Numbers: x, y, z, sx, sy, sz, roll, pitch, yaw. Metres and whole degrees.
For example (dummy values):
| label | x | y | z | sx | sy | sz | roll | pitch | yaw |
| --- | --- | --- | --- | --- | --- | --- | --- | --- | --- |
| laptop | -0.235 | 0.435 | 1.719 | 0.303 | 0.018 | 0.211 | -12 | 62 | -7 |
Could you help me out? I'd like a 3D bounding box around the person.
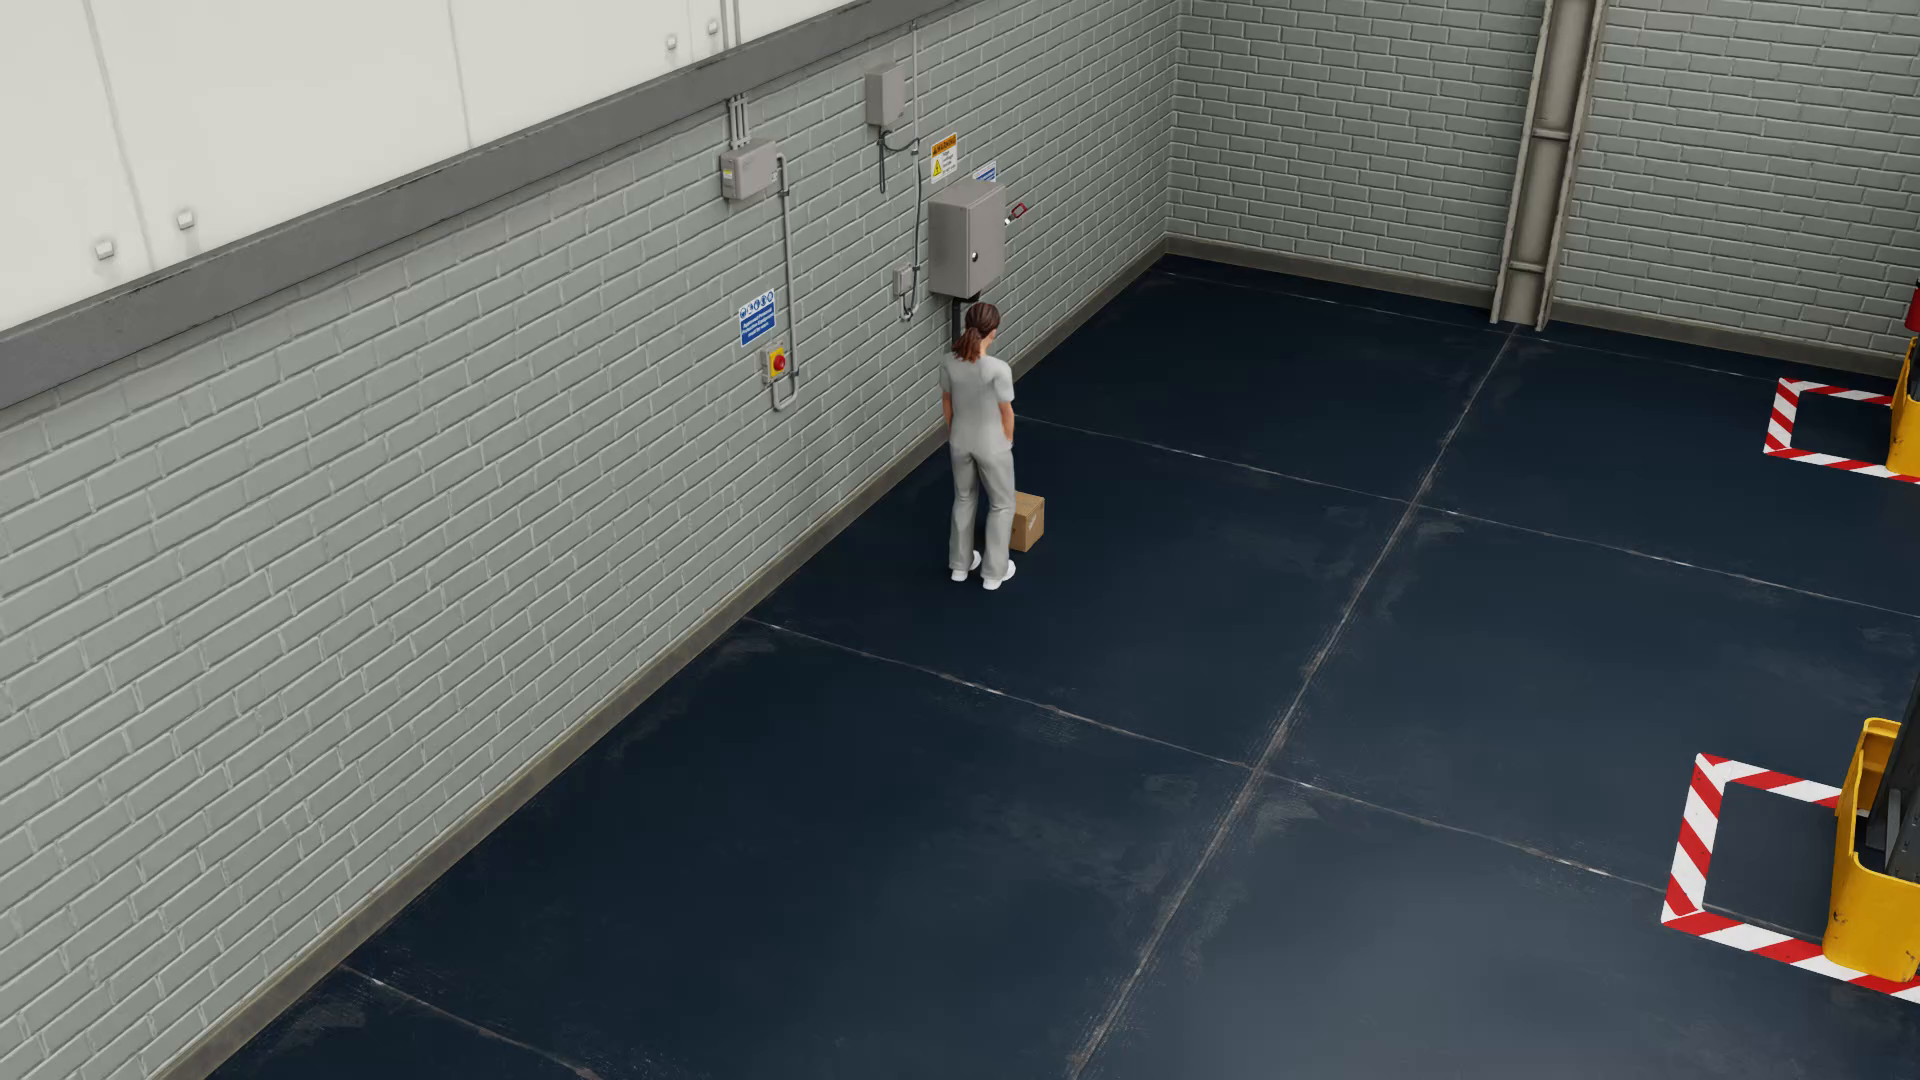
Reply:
| label | x | y | z | sx | sy | sz | roll | pitch | yaw |
| --- | --- | --- | --- | --- | --- | --- | --- | --- | --- |
| person | 0.096 | -0.513 | 9.192 | 0.449 | 1.662 | 0.350 | 15 | 33 | 24 |
